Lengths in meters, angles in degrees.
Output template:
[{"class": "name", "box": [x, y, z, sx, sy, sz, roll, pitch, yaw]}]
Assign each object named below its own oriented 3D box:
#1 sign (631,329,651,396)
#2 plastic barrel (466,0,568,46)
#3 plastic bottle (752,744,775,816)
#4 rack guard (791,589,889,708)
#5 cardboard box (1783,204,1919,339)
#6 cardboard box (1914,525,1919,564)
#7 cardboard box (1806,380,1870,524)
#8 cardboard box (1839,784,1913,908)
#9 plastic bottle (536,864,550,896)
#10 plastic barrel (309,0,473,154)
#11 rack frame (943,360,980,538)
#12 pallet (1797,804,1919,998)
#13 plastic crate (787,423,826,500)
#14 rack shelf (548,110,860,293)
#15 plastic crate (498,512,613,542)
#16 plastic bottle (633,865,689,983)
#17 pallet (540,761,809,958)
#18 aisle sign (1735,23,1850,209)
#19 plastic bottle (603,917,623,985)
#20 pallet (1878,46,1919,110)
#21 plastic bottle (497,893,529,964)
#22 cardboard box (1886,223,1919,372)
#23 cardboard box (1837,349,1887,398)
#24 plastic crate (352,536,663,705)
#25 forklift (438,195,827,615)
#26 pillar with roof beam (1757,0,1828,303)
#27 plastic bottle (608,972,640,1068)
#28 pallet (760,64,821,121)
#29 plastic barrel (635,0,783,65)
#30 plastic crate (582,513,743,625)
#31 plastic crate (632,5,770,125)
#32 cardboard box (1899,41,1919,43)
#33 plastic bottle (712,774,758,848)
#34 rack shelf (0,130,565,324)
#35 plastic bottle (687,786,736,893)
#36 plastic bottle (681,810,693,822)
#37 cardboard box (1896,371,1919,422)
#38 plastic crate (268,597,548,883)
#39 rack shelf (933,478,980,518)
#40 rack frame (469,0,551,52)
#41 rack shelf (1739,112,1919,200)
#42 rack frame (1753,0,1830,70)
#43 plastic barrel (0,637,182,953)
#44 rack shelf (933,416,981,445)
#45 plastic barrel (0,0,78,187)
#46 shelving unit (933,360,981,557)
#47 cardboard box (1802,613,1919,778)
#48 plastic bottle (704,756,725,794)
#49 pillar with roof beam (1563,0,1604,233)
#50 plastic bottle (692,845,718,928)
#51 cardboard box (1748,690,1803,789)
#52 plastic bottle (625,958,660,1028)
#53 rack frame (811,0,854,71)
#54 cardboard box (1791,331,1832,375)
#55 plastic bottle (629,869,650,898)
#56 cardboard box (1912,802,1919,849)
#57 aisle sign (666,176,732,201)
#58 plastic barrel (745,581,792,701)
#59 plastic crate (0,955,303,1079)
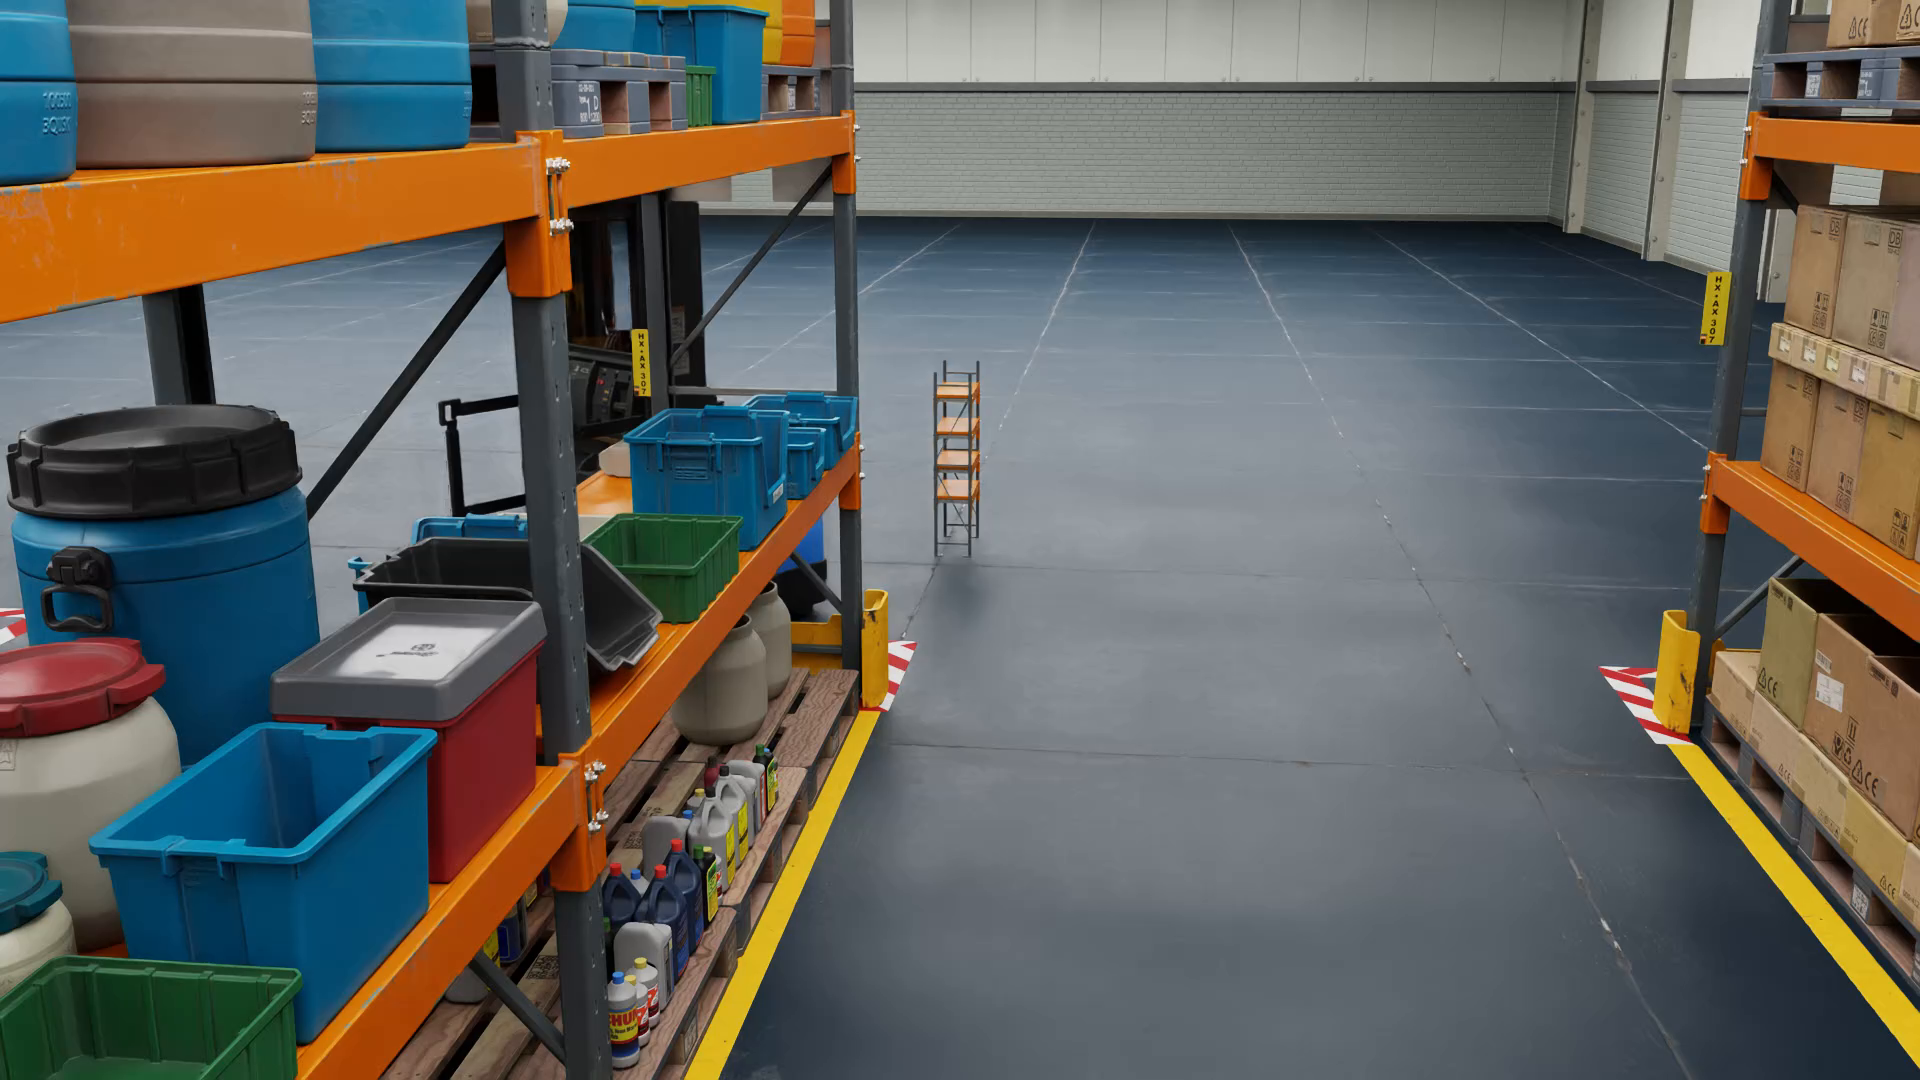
[{"class": "sign", "box": [-1.537, -0.860, 8.064, 0.100, 0.325, 0.005, 2, 15, 6]}, {"class": "plastic barrel", "box": [-1.199, -1.482, 4.130, 0.421, 0.512, 0.421, 0, 15, 0]}, {"class": "plastic bottle", "box": [-0.758, 0.910, 6.410, 0.061, 0.283, 0.133, 2, 15, 8]}, {"class": "rack guard", "box": [-0.953, 0.519, 8.284, 1.175, 0.500, 0.348, 2, 15, 6]}, {"class": "cardboard box", "box": [3.859, -1.102, 6.813, 0.700, 0.500, 0.500, 2, 15, 6]}, {"class": "cardboard box", "box": [3.693, -0.088, 5.548, 0.700, 0.500, 0.500, 2, 15, 8]}, {"class": "cardboard box", "box": [3.810, -0.353, 6.529, 0.700, 0.500, 0.500, 2, 15, 8]}, {"class": "cardboard box", "box": [3.478, 1.084, 5.868, 0.500, 0.250, 0.500, 2, 15, 6]}, {"class": "plastic bottle", "box": [-1.470, 1.080, 5.784, 0.061, 0.283, 0.133, 2, 15, 6]}, {"class": "plastic barrel", "box": [-1.284, -1.223, 3.231, 0.600, 0.901, 0.708, 2, 15, 6]}, {"class": "rack frame", "box": [0.009, -0.600, 11.081, 0.240, 1.200, 0.015, 2, 15, 6]}, {"class": "pallet", "box": [3.745, 1.299, 5.952, 1.003, 0.211, 1.213, 2, 15, 6]}, {"class": "plastic crate", "box": [-0.829, -0.330, 6.921, 0.499, 0.251, 0.408, 2, 15, 6]}, {"class": "rack shelf", "box": [-1.217, -1.291, 5.820, 1.077, 0.370, 4.000, 2, 15, 6]}, {"class": "plastic crate", "box": [-1.511, 0.028, 5.819, 0.530, 0.136, 0.437, 2, 15, 6]}, {"class": "plastic bottle", "box": [-0.939, 1.198, 5.217, 0.144, 0.351, 0.185, 2, 15, 8]}, {"class": "pallet", "box": [-1.190, 1.185, 6.377, 1.003, 0.211, 1.213, 2, 15, 6]}, {"class": "aisle sign", "box": [3.633, -1.843, 7.250, 0.394, 0.787, 0.004, 2, 15, 6]}, {"class": "plastic bottle", "box": [-1.068, 1.270, 5.079, 0.061, 0.283, 0.133, 2, 15, 6]}, {"class": "pallet", "box": [3.689, -1.467, 5.264, 1.003, 0.211, 1.213, 2, 15, 6]}, {"class": "plastic bottle", "box": [-1.485, 1.204, 5.339, 0.152, 0.276, 0.135, 2, 15, 6]}, {"class": "cardboard box", "box": [3.749, -0.835, 5.825, 0.700, 0.500, 0.500, 2, 15, 6]}, {"class": "cardboard box", "box": [3.584, -0.629, 6.308, 0.380, 0.149, 0.250, 1, 15, 5]}, {"class": "plastic crate", "box": [-1.257, 0.227, 4.696, 0.767, 0.338, 0.504, 2, 15, 6]}, {"class": "forklift", "box": [-2.107, -0.799, 8.501, 1.130, 2.935, 3.031, 13, 20, 39]}, {"class": "pillar with roof beam", "box": [7.387, -7.901, 23.142, 9.100, 9.000, 0.400, 2, 15, 6]}, {"class": "plastic bottle", "box": [-0.971, 1.364, 4.756, 0.097, 0.271, 0.097, 0, 15, 0]}, {"class": "pallet", "box": [-1.182, -1.854, 6.886, 1.003, 0.211, 1.213, 2, 15, 6]}, {"class": "plastic barrel", "box": [-0.994, -2.151, 6.458, 0.600, 0.588, 0.600, 0, 15, 0]}, {"class": "plastic crate", "box": [-1.009, 0.087, 5.498, 0.450, 0.188, 0.662, 2, 15, 6]}, {"class": "plastic crate", "box": [-0.907, -1.645, 5.785, 0.392, 0.384, 0.575, 2, 15, 6]}, {"class": "cardboard box", "box": [3.622, -1.859, 5.952, 0.380, 0.149, 0.250, 2, 15, 6]}, {"class": "plastic bottle", "box": [-0.834, 0.984, 6.153, 0.152, 0.276, 0.135, 1, 15, 5]}, {"class": "rack shelf", "box": [-1.668, -0.253, 1.983, 1.077, 0.370, 4.000, 2, 15, 6]}, {"class": "plastic bottle", "box": [-0.870, 1.039, 5.806, 0.144, 0.351, 0.185, 2, 15, 6]}, {"class": "plastic bottle", "box": [-0.974, 1.071, 5.975, 0.097, 0.201, 0.097, 0, 15, 0]}, {"class": "cardboard box", "box": [3.528, -0.494, 5.807, 0.380, 0.149, 0.250, 2, 15, 6]}, {"class": "plastic crate", "box": [-1.193, 0.433, 3.693, 0.402, 0.464, 0.583, 2, 15, 6]}, {"class": "rack shelf", "box": [-0.019, -0.280, 10.916, 0.258, 0.148, 0.480, 2, 15, 6]}, {"class": "rack frame", "box": [-1.443, -2.567, 3.416, 1.000, 3.000, 0.127, 2, 15, 6]}, {"class": "rack shelf", "box": [3.704, -1.144, 5.277, 1.077, 0.370, 4.000, 2, 15, 6]}, {"class": "rack frame", "box": [3.930, -3.458, 6.710, 1.000, 3.000, 0.127, 2, 15, 6]}, {"class": "plastic barrel", "box": [-1.768, 0.505, 3.288, 0.433, 0.535, 0.433, 0, 15, 0]}, {"class": "rack shelf", "box": [-0.019, -0.687, 10.806, 0.258, 0.148, 0.480, 2, 15, 6]}, {"class": "plastic barrel", "box": [-1.432, -0.884, 1.976, 0.600, 0.901, 0.708, 2, 15, 6]}, {"class": "shelving unit", "box": [-0.019, -0.536, 10.847, 0.258, 1.200, 0.503, 2, 15, 6]}, {"class": "cardboard box", "box": [3.550, 0.593, 6.248, 0.500, 0.500, 0.500, 2, 15, 6]}, {"class": "plastic bottle", "box": [-0.924, 0.941, 6.296, 0.061, 0.283, 0.133, 2, 15, 6]}, {"class": "pillar with roof beam", "box": [8.741, -11.013, 34.652, 9.100, 9.000, 0.400, 2, 15, 6]}, {"class": "plastic bottle", "box": [-0.858, 1.140, 5.560, 0.061, 0.283, 0.133, 2, 15, 9]}, {"class": "cardboard box", "box": [3.596, 0.825, 6.827, 0.500, 0.250, 0.500, 2, 15, 6]}, {"class": "plastic bottle", "box": [-0.948, 1.345, 4.960, 0.097, 0.201, 0.097, 0, 15, 0]}, {"class": "rack frame", "box": [-0.991, -3.605, 7.253, 1.000, 3.000, 0.127, 2, 15, 6]}, {"class": "cardboard box", "box": [3.645, -0.759, 6.789, 0.380, 0.149, 0.250, 1, 15, 5]}, {"class": "plastic bottle", "box": [-1.043, 1.195, 5.379, 0.097, 0.271, 0.097, 0, 15, 0]}, {"class": "cardboard box", "box": [3.434, 0.852, 5.289, 0.500, 0.500, 0.500, 2, 15, 6]}, {"class": "aisle sign", "box": [-1.274, -1.991, 7.798, 0.394, 0.787, 0.004, 2, 15, 6]}, {"class": "plastic barrel", "box": [-0.990, 0.463, 7.666, 0.421, 0.512, 0.421, 0, 15, 0]}, {"class": "plastic crate", "box": [-1.359, 0.891, 2.526, 0.450, 0.188, 0.662, 2, 15, 6]}]
